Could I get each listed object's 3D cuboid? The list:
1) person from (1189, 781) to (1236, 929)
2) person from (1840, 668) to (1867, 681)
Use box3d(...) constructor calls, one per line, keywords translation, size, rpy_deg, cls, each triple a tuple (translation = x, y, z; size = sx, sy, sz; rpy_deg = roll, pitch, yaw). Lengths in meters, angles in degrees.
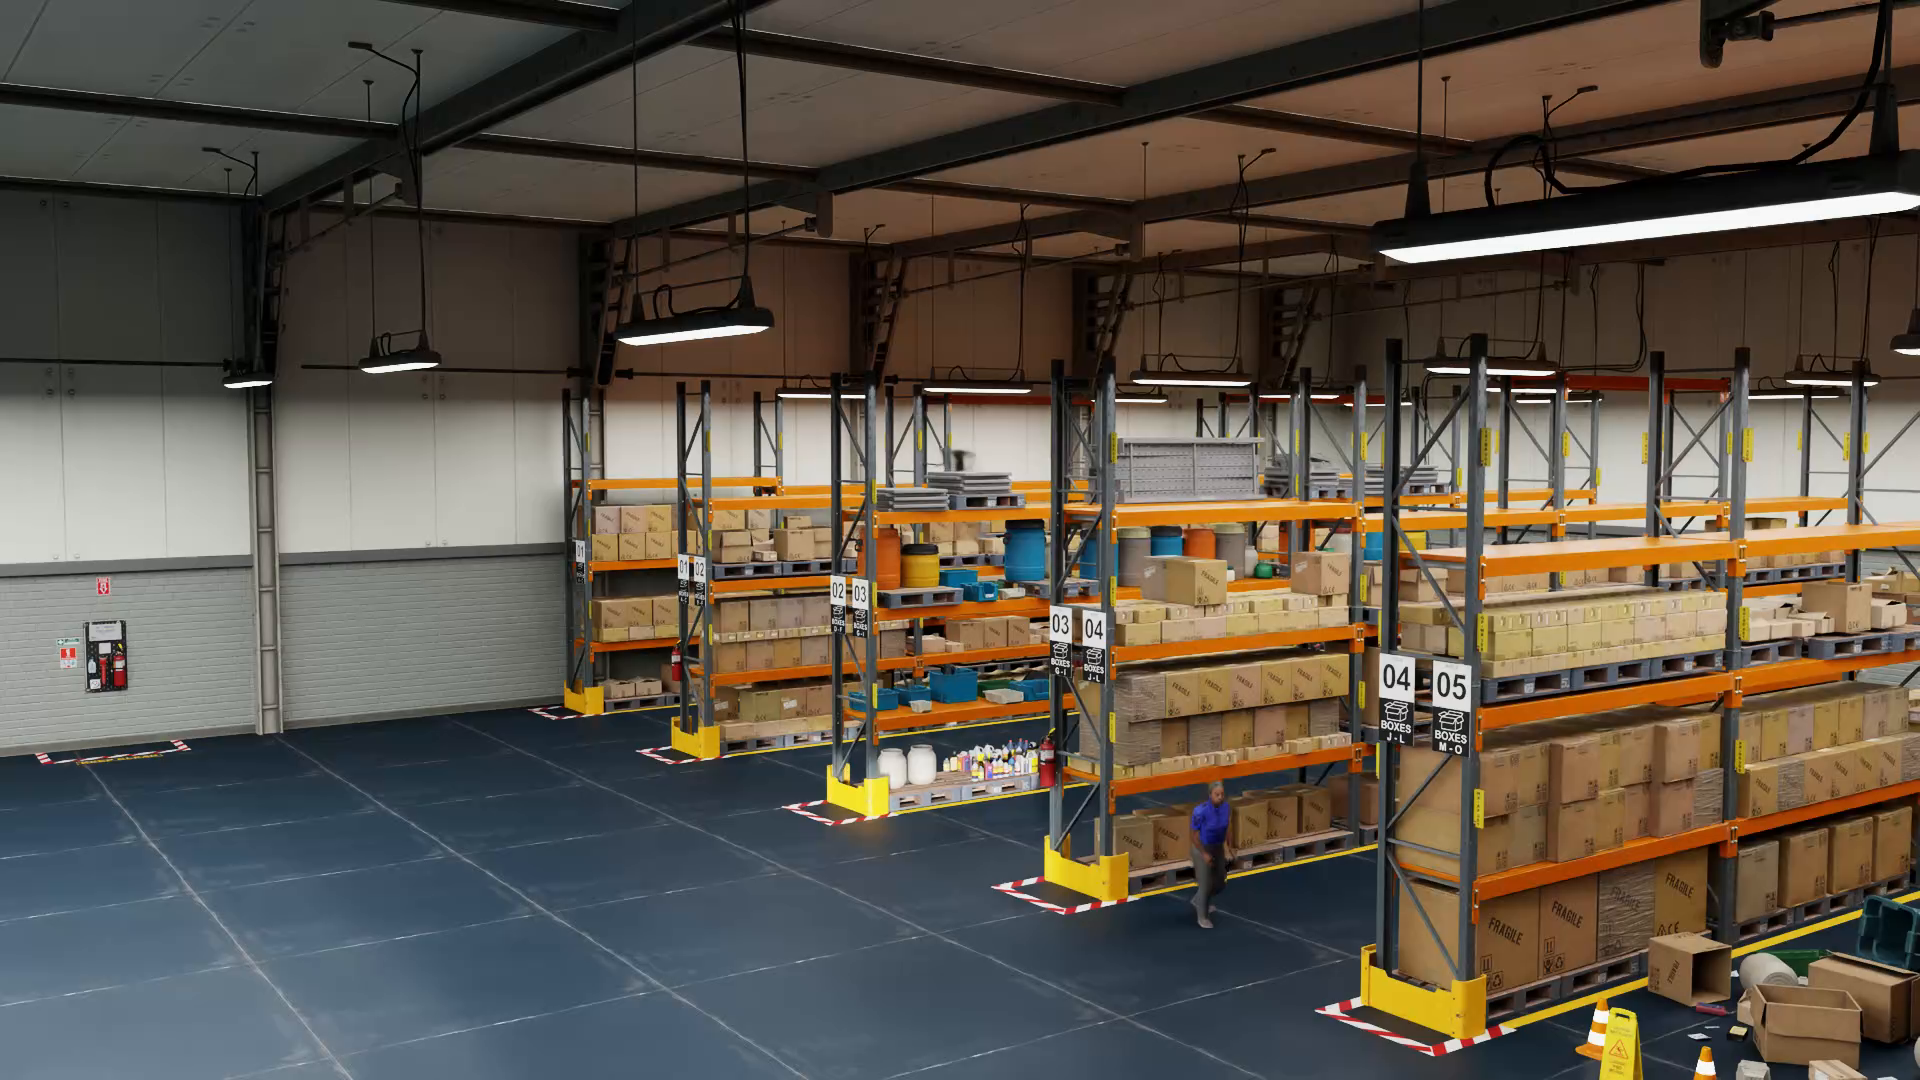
box3d(translation=(2.586, 3.310, 17.411), size=(0.578, 1.470, 0.725), rpy_deg=(-2, 4, -27), cls="person")
box3d(translation=(16.396, 2.472, 30.601), size=(0.642, 1.484, 0.772), rpy_deg=(2, 4, 26), cls="person")
